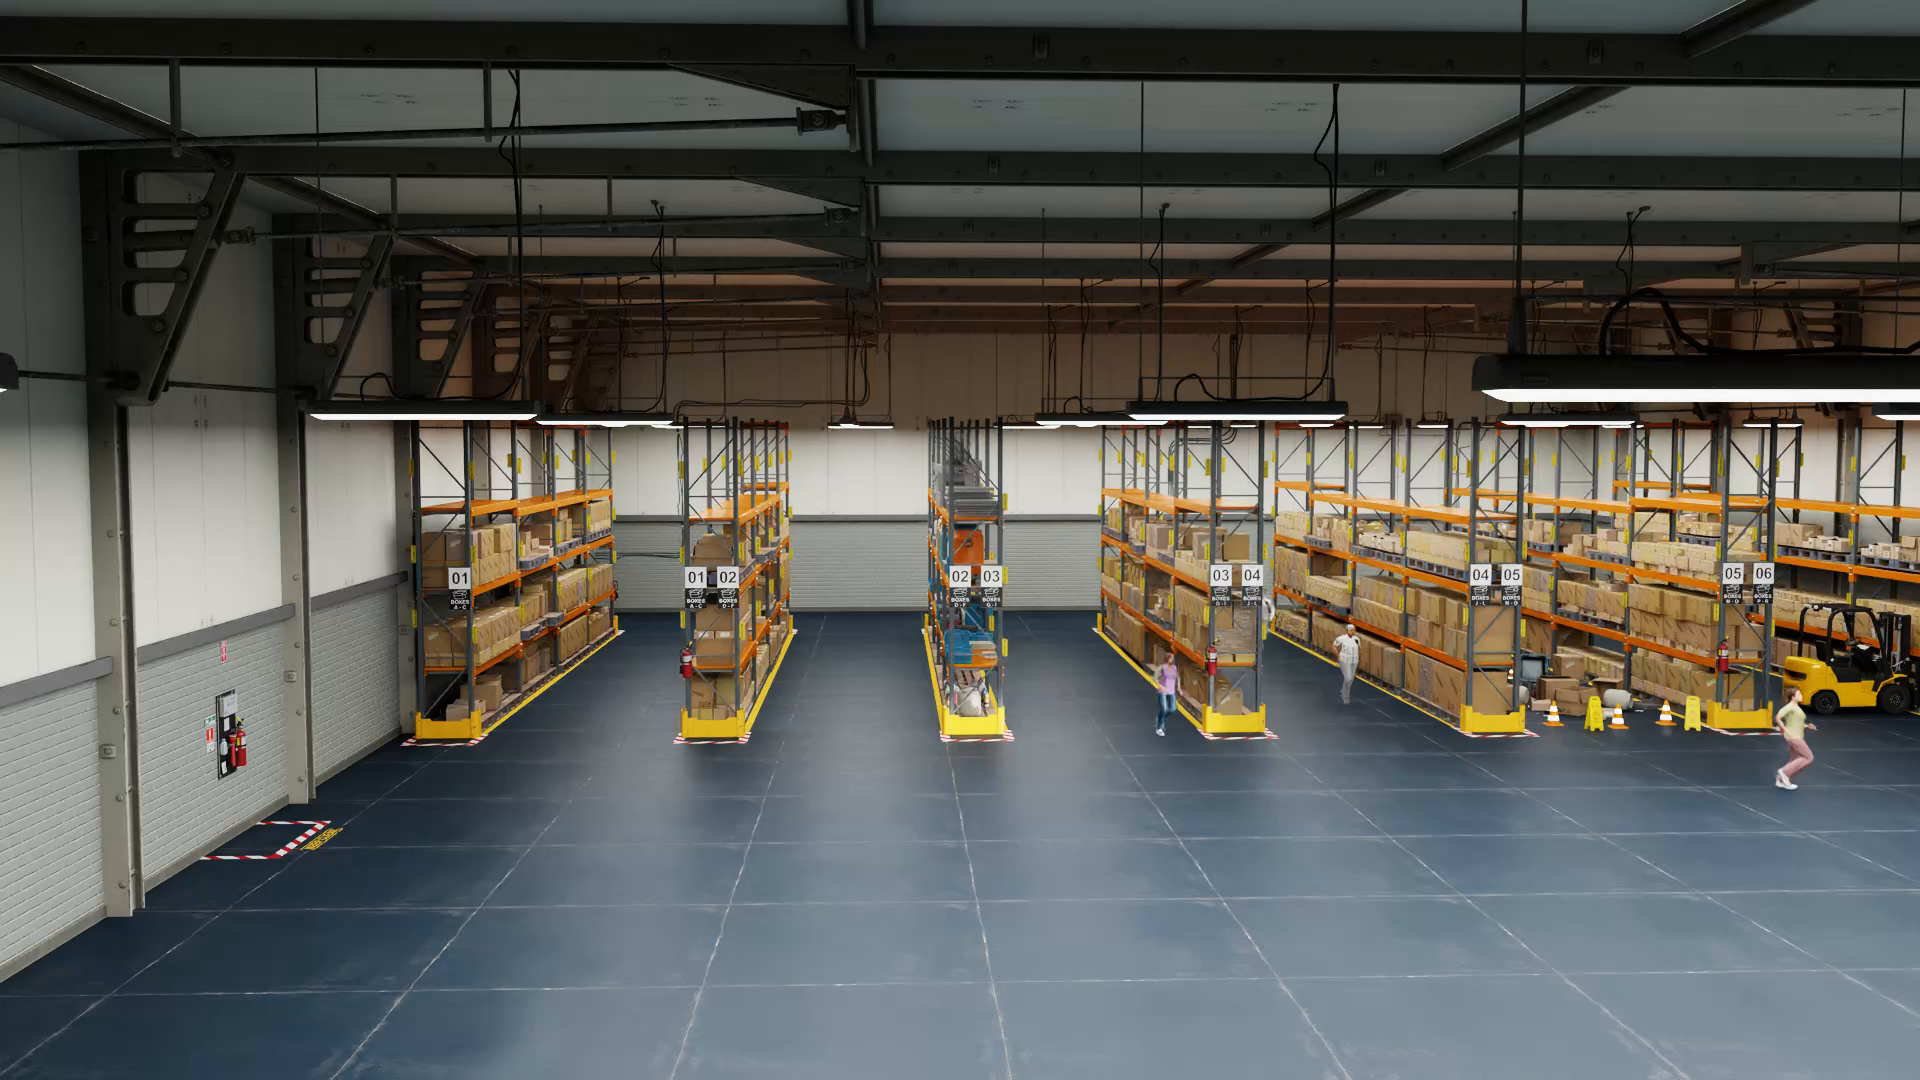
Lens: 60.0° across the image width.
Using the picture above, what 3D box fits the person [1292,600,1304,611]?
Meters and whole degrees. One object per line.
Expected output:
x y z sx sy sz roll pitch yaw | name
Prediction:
10.110 1.616 49.255 0.959 1.751 0.723 -1 4 -17 | person

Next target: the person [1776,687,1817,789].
13.344 3.166 26.523 0.564 1.631 0.567 3 5 36 | person

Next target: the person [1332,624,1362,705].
8.183 2.624 35.005 0.574 1.720 0.738 -1 4 -18 | person

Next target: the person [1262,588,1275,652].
7.898 2.072 43.380 0.631 1.664 0.598 0 4 7 | person

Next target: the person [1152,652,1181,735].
3.925 2.913 31.425 0.614 1.542 0.473 -1 4 -22 | person
